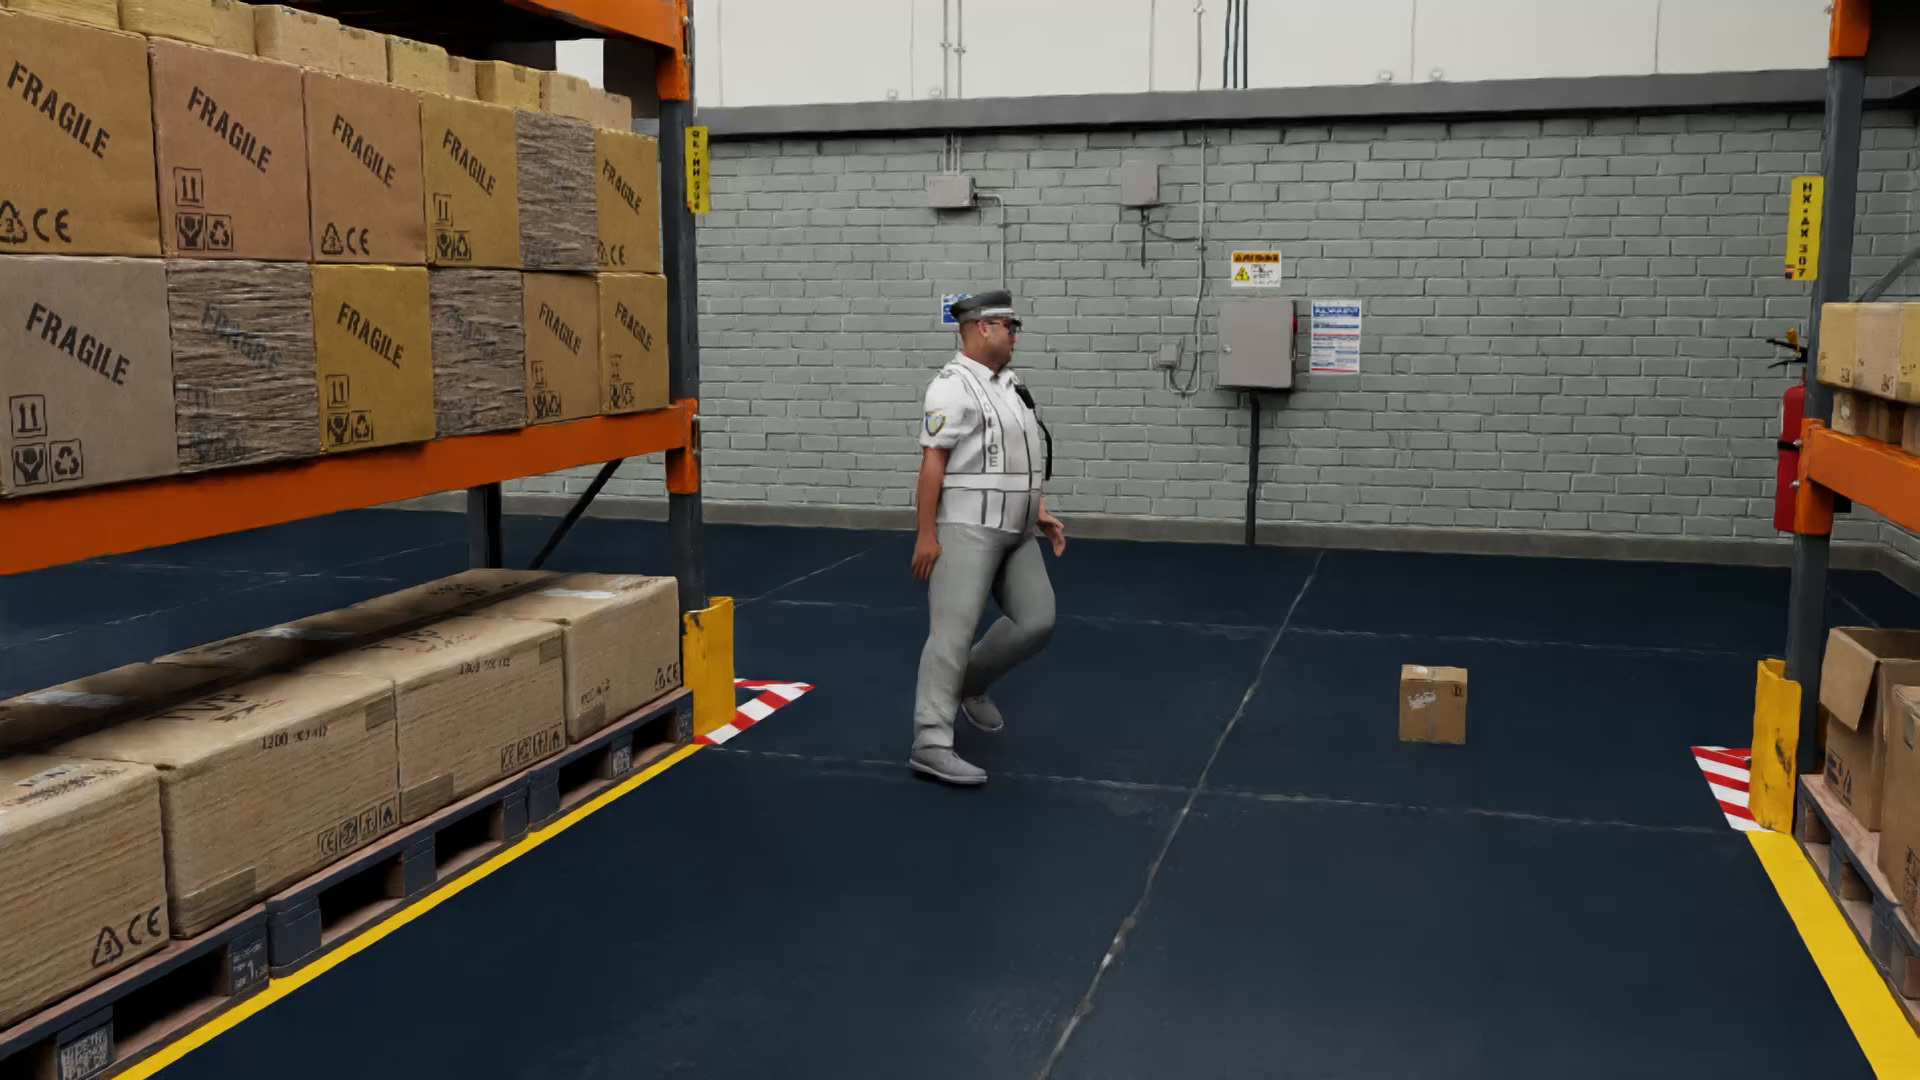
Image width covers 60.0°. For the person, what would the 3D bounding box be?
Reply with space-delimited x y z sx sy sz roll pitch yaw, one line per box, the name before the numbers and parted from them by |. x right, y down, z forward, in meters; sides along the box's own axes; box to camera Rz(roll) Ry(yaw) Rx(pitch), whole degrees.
person | 0.051 -0.039 6.089 0.554 1.740 0.691 5 10 30
